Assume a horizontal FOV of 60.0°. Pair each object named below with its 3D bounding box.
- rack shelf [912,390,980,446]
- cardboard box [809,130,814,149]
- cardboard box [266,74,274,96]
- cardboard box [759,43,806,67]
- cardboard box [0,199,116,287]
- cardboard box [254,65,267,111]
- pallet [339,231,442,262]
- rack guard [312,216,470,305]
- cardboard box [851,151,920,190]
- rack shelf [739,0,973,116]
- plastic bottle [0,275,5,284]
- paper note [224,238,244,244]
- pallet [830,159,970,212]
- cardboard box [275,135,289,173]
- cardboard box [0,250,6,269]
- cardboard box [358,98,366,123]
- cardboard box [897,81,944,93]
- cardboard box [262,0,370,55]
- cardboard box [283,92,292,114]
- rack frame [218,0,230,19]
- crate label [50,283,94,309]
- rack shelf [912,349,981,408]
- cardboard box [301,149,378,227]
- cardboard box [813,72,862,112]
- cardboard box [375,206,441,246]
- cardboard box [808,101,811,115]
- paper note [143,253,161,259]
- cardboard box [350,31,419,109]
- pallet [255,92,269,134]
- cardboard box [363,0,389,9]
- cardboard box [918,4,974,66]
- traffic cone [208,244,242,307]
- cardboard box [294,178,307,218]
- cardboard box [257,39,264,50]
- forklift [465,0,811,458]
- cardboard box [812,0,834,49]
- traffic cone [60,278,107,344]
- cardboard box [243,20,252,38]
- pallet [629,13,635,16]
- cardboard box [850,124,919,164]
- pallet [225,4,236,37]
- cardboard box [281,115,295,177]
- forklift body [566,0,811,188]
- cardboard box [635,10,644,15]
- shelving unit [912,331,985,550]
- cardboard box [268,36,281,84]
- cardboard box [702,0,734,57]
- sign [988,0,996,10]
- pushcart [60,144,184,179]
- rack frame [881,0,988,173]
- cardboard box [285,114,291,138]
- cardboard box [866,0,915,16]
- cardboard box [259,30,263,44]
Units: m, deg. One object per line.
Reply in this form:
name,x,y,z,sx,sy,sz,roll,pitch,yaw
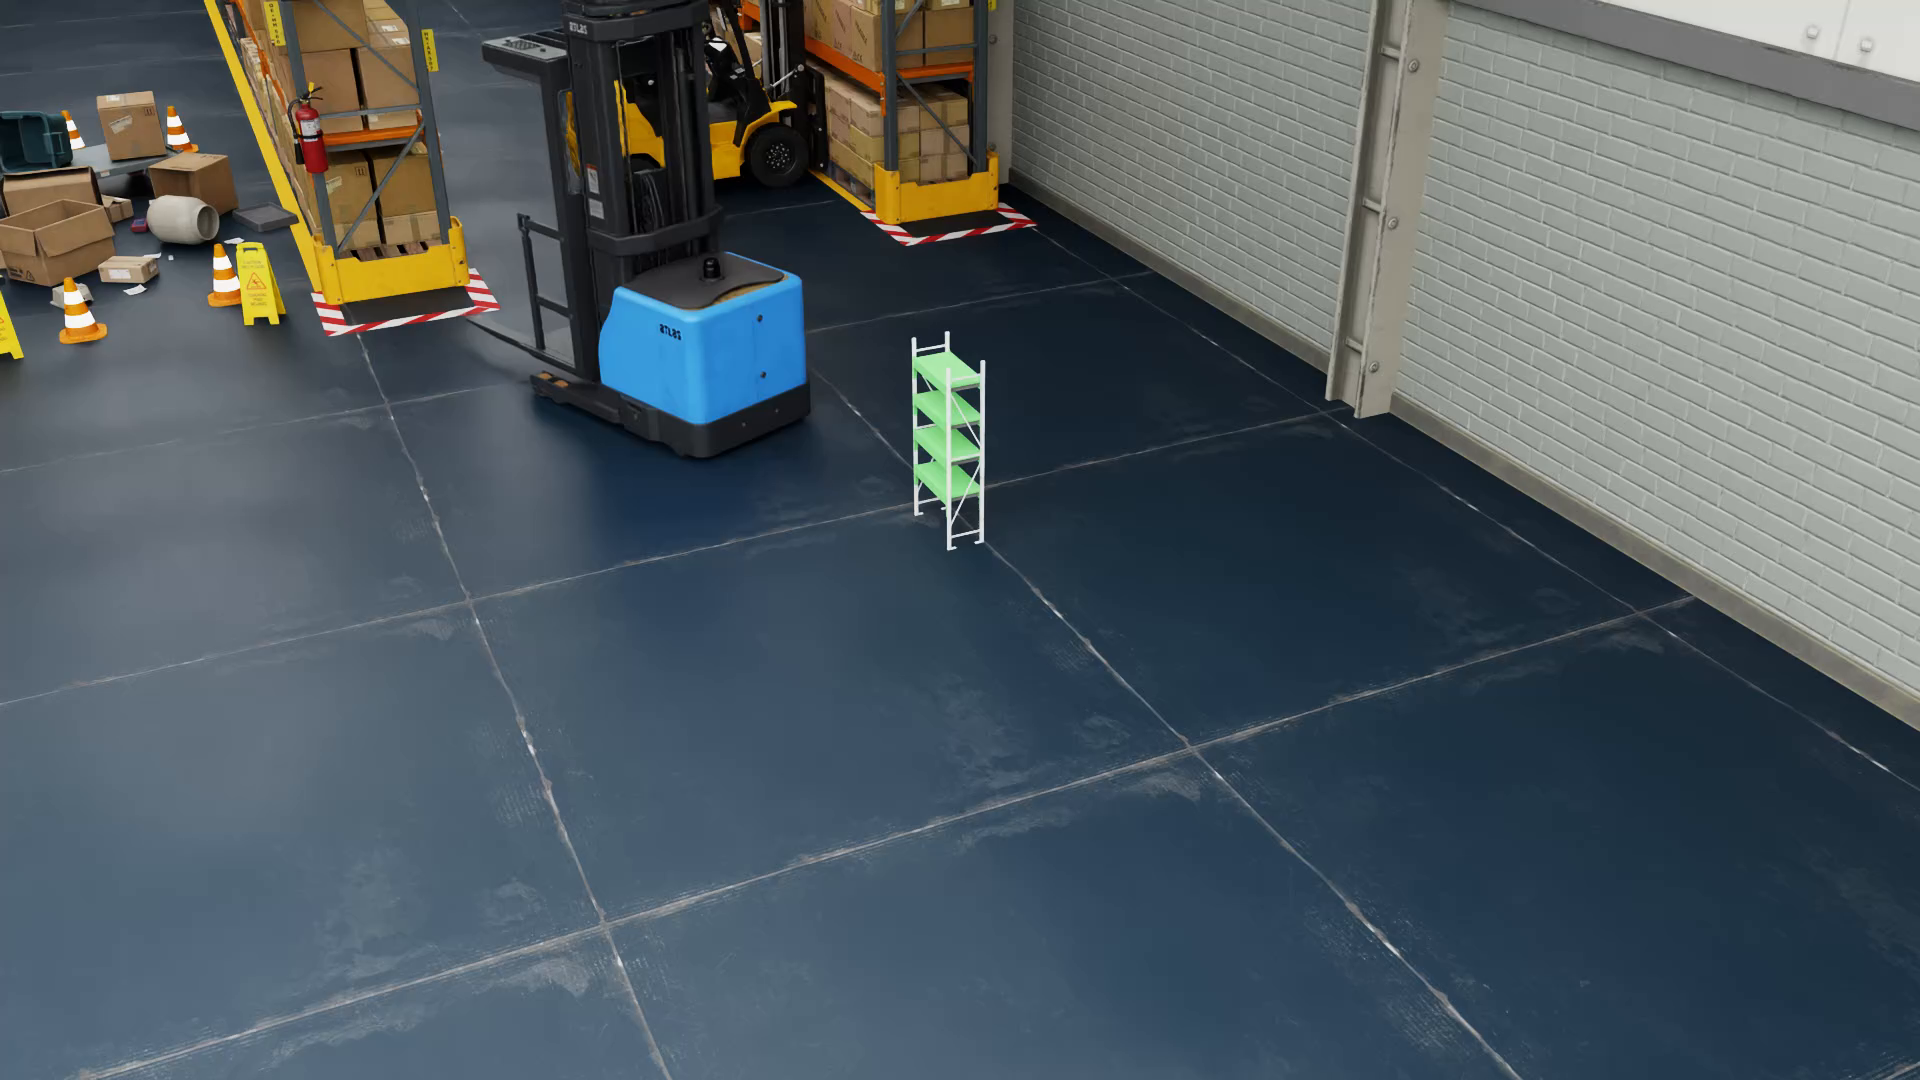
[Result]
rack shelf,-0.071,-0.750,9.974,0.258,0.148,0.480,-13,32,-22
cardboard box,-1.366,-4.232,17.085,0.500,0.250,0.500,-12,31,-20
cardboard box,-6.414,-4.370,15.901,0.380,0.149,0.250,-13,32,-21
cardboard box,-1.806,-5.117,17.641,0.500,0.250,0.500,-13,32,-22
cardboard box,-7.746,-2.549,14.255,0.637,0.503,0.797,13,32,21
cardboard box,-7.262,-5.053,18.424,0.950,0.372,0.625,-12,31,-20
pallet,-5.055,-2.578,14.604,1.003,0.211,1.213,-13,32,-22
rack guard,-4.738,-2.337,13.880,1.175,0.500,0.348,-13,32,-22
cardboard box,-0.711,-3.563,15.892,0.500,0.250,0.500,-13,32,-22
rack shelf,-1.083,-5.008,16.822,1.077,0.370,4.000,-13,32,-22
plastic bottle,-8.239,-2.229,14.136,0.283,0.061,0.133,26,38,38
paper note,-6.550,-2.705,15.015,0.148,0.019,0.142,26,38,38
pallet,-0.590,-3.551,16.339,1.003,0.211,1.213,-13,32,-22
cardboard box,-6.413,-3.827,16.364,0.500,0.250,0.500,-15,32,-24
cardboard box,-8.449,-2.512,14.431,0.396,0.266,0.258,-8,30,-13
cardboard box,-4.786,-3.586,13.809,0.380,0.149,0.250,-13,32,-21
cardboard box,-0.477,-4.330,16.237,0.500,0.250,0.500,-13,32,-22
cardboard box,-5.122,-4.183,13.188,0.700,0.500,0.500,-14,32,-23
cardboard box,-5.497,-3.718,14.044,0.380,0.149,0.250,-13,32,-21
rack frame,-9.857,-8.695,22.662,1.000,3.000,0.127,-13,32,-22
crate label,-7.305,-2.015,13.677,0.298,0.136,0.250,19,34,30
rack shelf,-0.071,-0.959,9.856,0.258,0.148,0.480,-13,32,-22
cardboard box,-5.285,-3.004,14.129,0.500,0.500,0.500,-13,32,-22
cardboard box,-1.153,-4.441,16.435,0.500,0.250,0.500,-13,32,-21
cardboard box,-4.802,-2.792,14.517,0.500,0.250,0.500,-13,32,-22
cardboard box,-1.373,-4.458,16.978,0.500,0.250,0.500,-13,32,-22
paper note,-7.138,-2.500,14.662,0.148,0.019,0.142,-3,29,-5
cardboard box,-4.658,-3.835,13.588,0.500,0.500,0.500,-14,32,-23
pallet,-7.286,-4.828,18.617,1.003,0.211,1.213,-13,32,-22
cardboard box,-5.329,-4.511,14.794,0.500,0.500,0.500,-14,32,-23
cardboard box,-0.186,-4.759,15.540,0.500,0.500,0.500,-12,31,-20
traffic cone,-6.055,-2.207,13.685,0.336,0.463,0.334,-13,32,-22
cardboard box,-5.740,-3.139,15.136,0.500,0.250,0.500,-14,32,-24
cardboard box,-6.577,-4.845,16.053,0.380,0.149,0.250,-13,32,-22
forklift,-2.478,-2.427,11.554,3.031,2.935,1.130,24,37,36
cardboard box,-1.107,-5.101,16.151,0.500,0.500,0.500,-14,32,-23
traffic cone,-6.912,-1.823,13.001,0.336,0.463,0.334,-13,32,-22
cardboard box,-8.361,-6.507,20.503,0.875,0.875,0.875,-13,32,-22
pallet,-3.945,-7.093,22.657,1.003,0.211,1.213,-13,32,-22
cardboard box,-0.715,-3.789,15.784,0.500,0.250,0.500,-14,32,-23
pallet,-9.458,-7.154,22.764,1.003,0.211,1.213,-13,32,-22
cardboard box,-5.952,-3.691,15.354,0.500,0.500,0.500,-11,31,-19
forklift body,-2.686,-4.522,16.088,2.313,2.155,1.214,-13,32,-22
cardboard box,-4.034,-7.206,22.134,0.500,0.500,0.500,-12,31,-21
shelving unit,-0.071,-0.596,10.060,0.258,1.200,0.503,-13,32,-22
cardboard box,-5.610,-4.193,14.227,0.500,0.500,0.500,-13,32,-22
cardboard box,-2.826,-6.256,20.312,0.875,0.625,0.625,-14,32,-24
sign,0.280,-4.964,15.042,0.100,0.325,0.005,-13,32,-22
pushcart,-8.460,-3.516,16.108,0.936,0.377,1.648,26,38,38
rack frame,-0.224,-4.438,15.070,1.000,3.000,0.127,-13,32,-22
cardboard box,-5.720,-3.664,14.641,0.380,0.149,0.250,-12,31,-20
cardboard box,-0.626,-4.859,15.055,0.380,0.149,0.250,-13,32,-21
cardboard box,-6.249,-4.865,15.425,0.500,0.500,0.500,-13,32,-22
